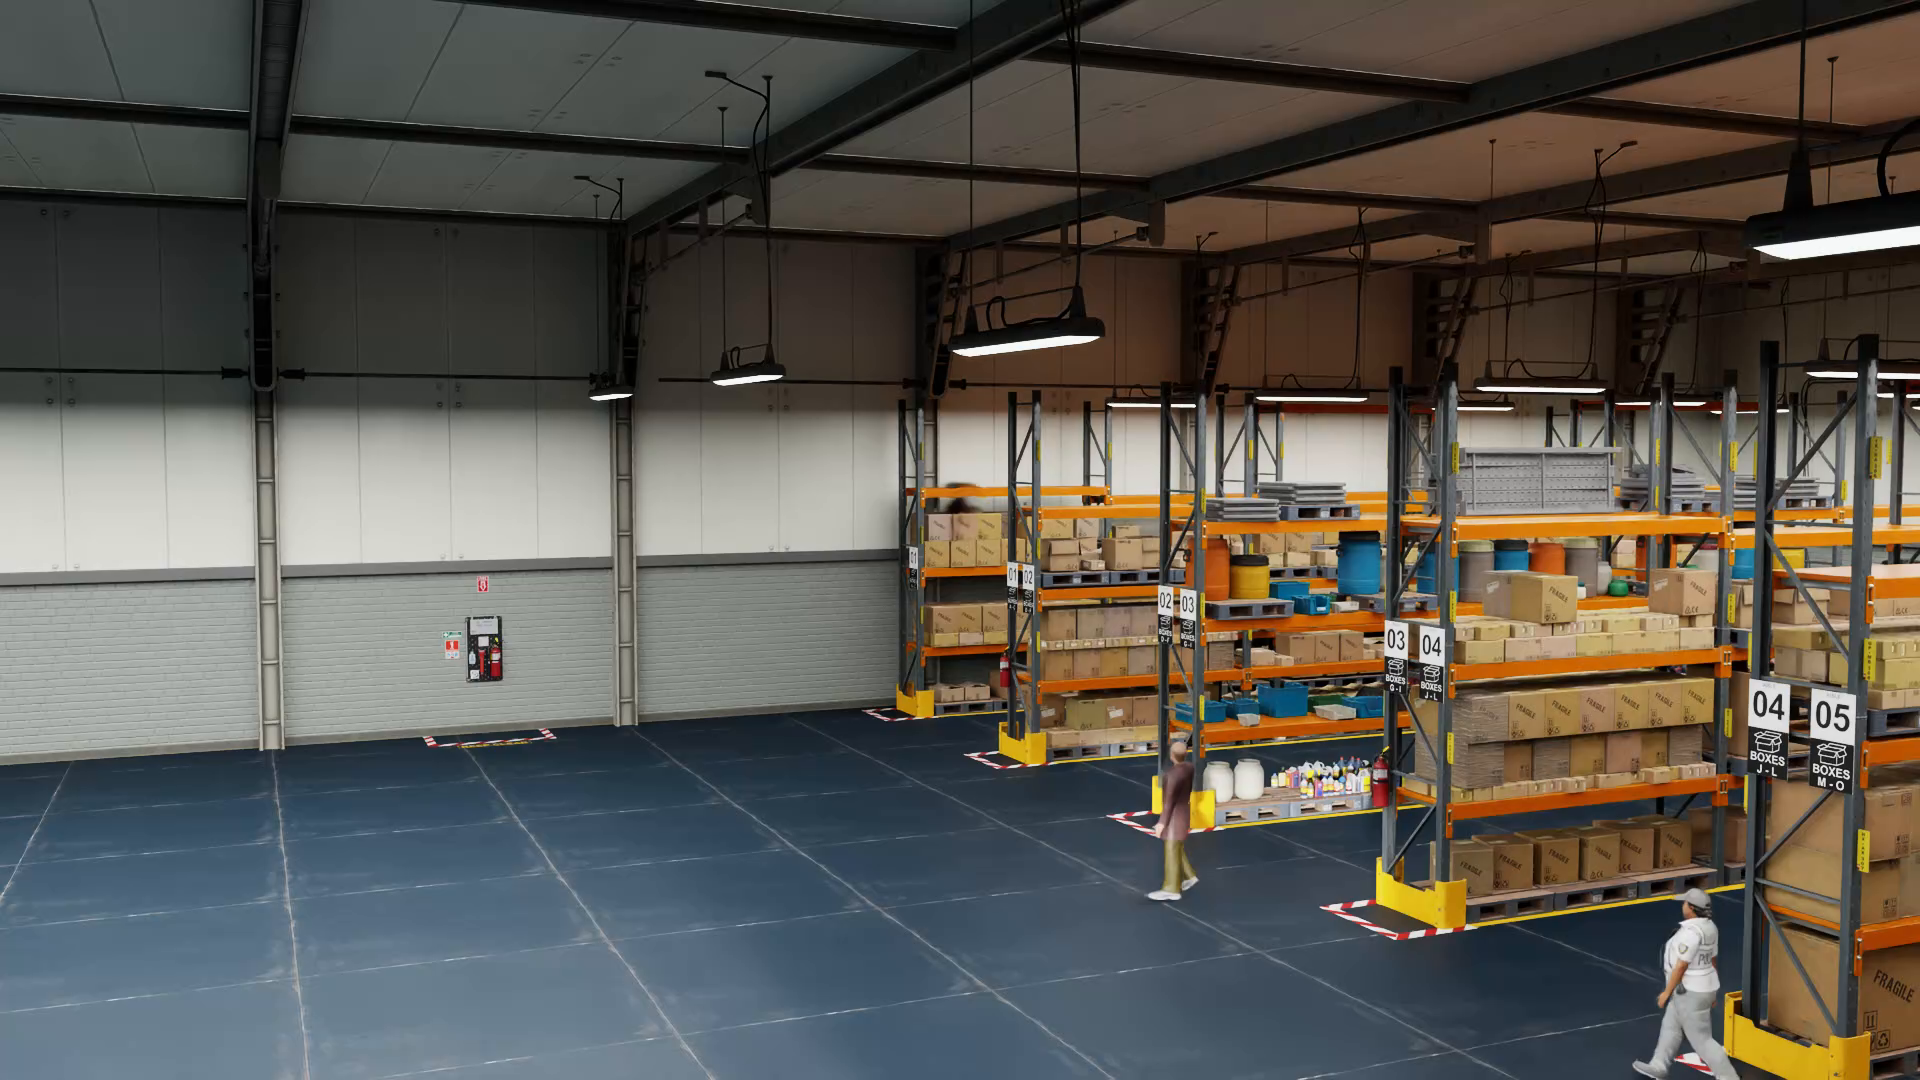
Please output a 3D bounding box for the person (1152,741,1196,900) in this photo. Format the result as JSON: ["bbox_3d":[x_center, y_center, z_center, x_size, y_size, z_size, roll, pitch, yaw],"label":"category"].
[{"bbox_3d":[2.442,3.178,18.890,0.490,1.823,0.709,1,3,10],"label":"person"}]

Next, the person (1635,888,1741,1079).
[{"bbox_3d":[5.795,3.571,13.183,0.861,1.633,0.484,2,4,33],"label":"person"}]
